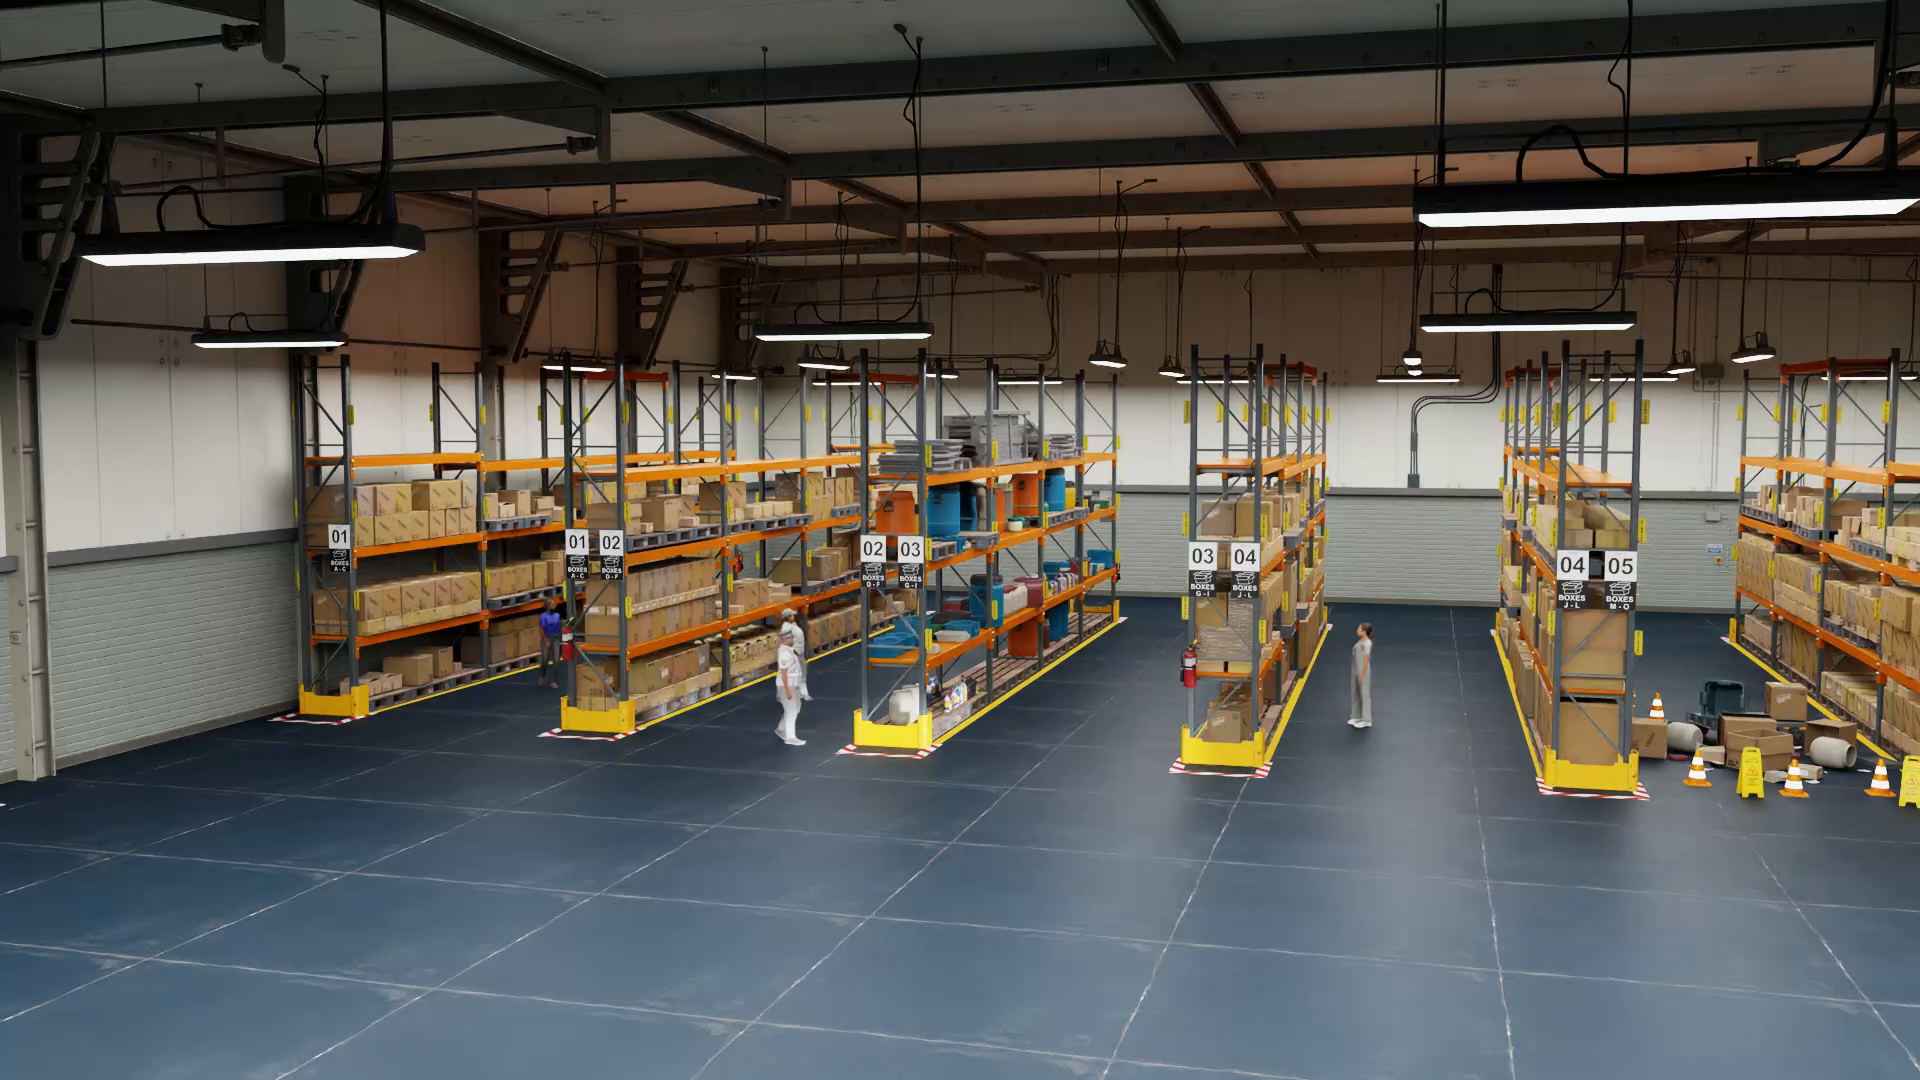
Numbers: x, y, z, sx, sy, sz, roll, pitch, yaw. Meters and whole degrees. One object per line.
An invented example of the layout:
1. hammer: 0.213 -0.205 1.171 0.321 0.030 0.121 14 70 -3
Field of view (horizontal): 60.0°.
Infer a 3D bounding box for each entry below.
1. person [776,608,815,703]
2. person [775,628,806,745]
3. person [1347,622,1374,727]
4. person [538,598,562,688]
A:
1. person: -2.884 2.020 29.023 0.544 1.687 0.668 2 5 23
2. person: -2.609 2.230 25.423 0.535 1.785 0.610 0 4 3
3. person: 6.465 2.161 26.817 0.408 1.676 0.460 -2 5 -20
4. person: -7.519 1.895 30.680 0.529 1.649 0.509 -3 5 -33
